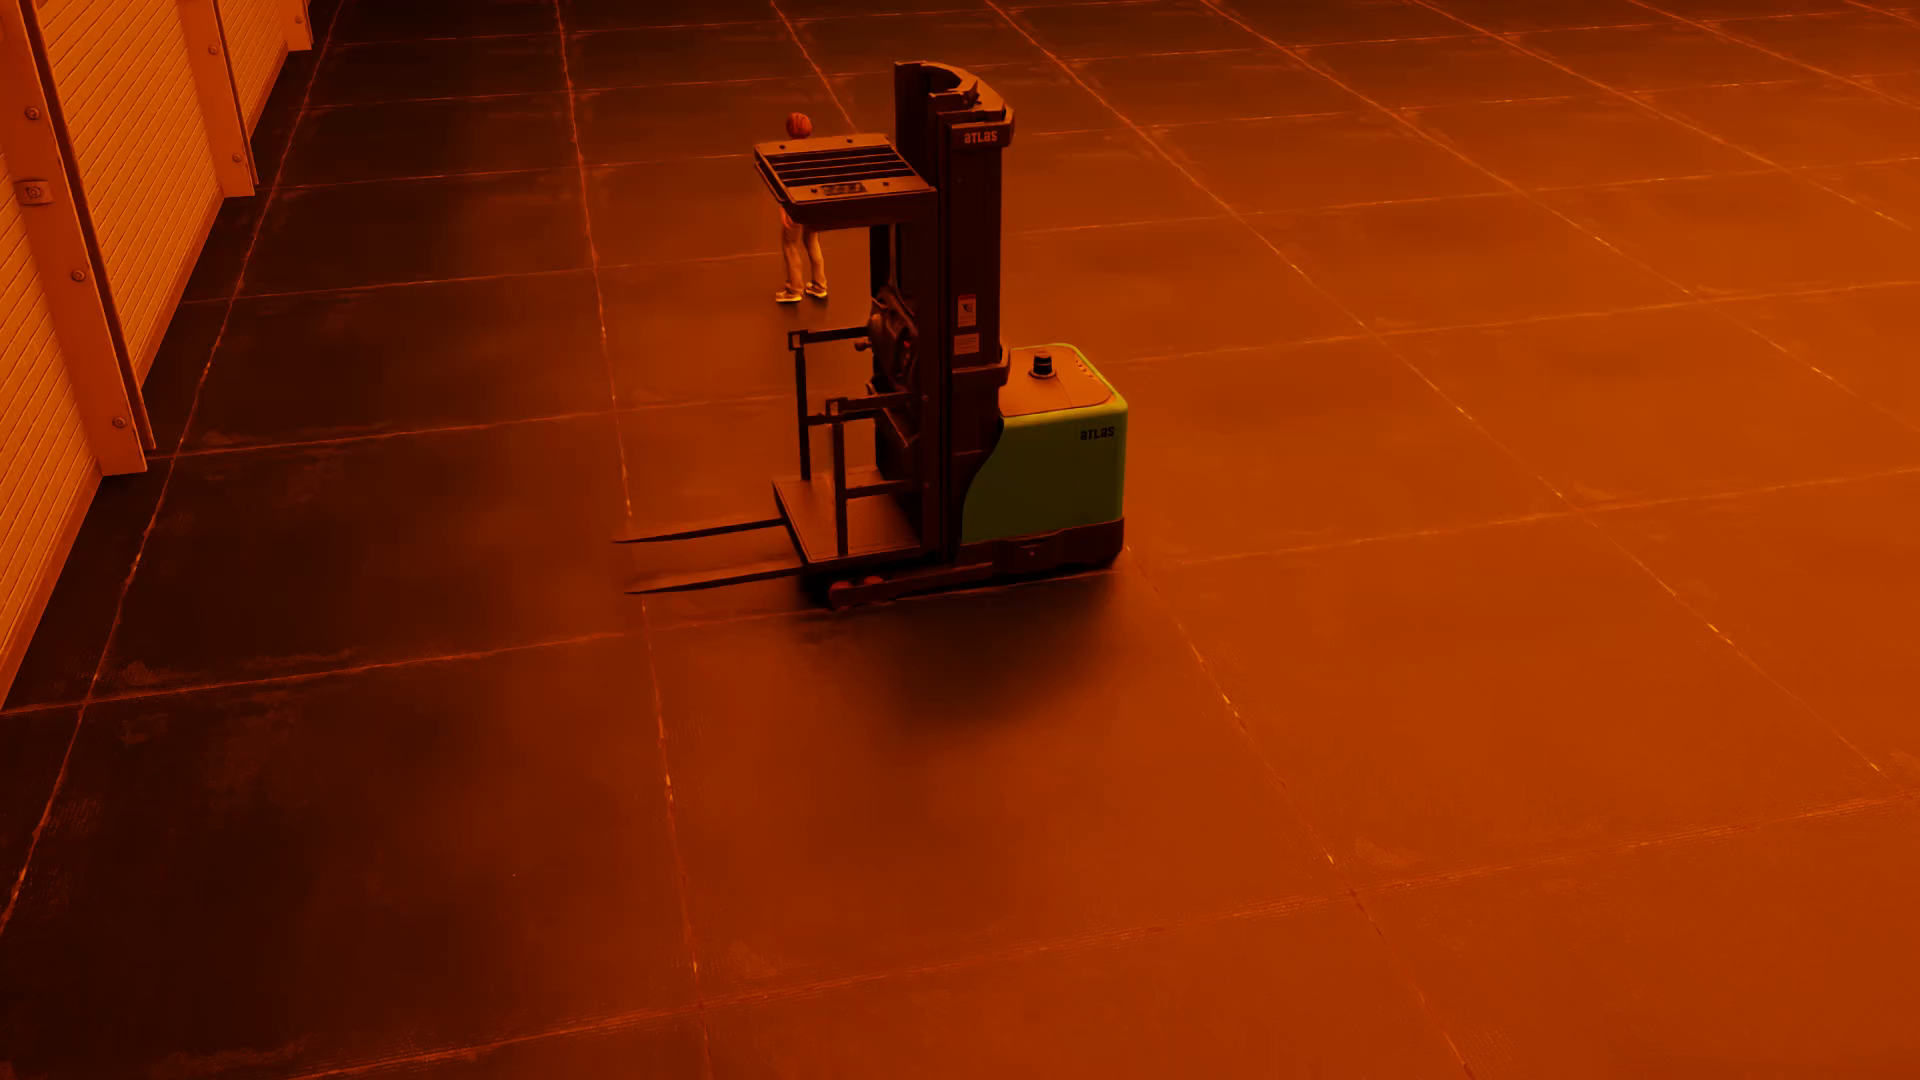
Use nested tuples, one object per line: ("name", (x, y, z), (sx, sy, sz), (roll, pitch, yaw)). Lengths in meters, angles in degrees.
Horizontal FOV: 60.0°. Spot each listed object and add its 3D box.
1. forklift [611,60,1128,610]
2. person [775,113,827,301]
("forklift", (-0.572, -1.154, 9.568), (3.031, 2.935, 1.130), (-9, 31, -15))
("person", (-1.315, -2.717, 13.621), (0.494, 1.617, 0.410), (-25, 38, -36))
